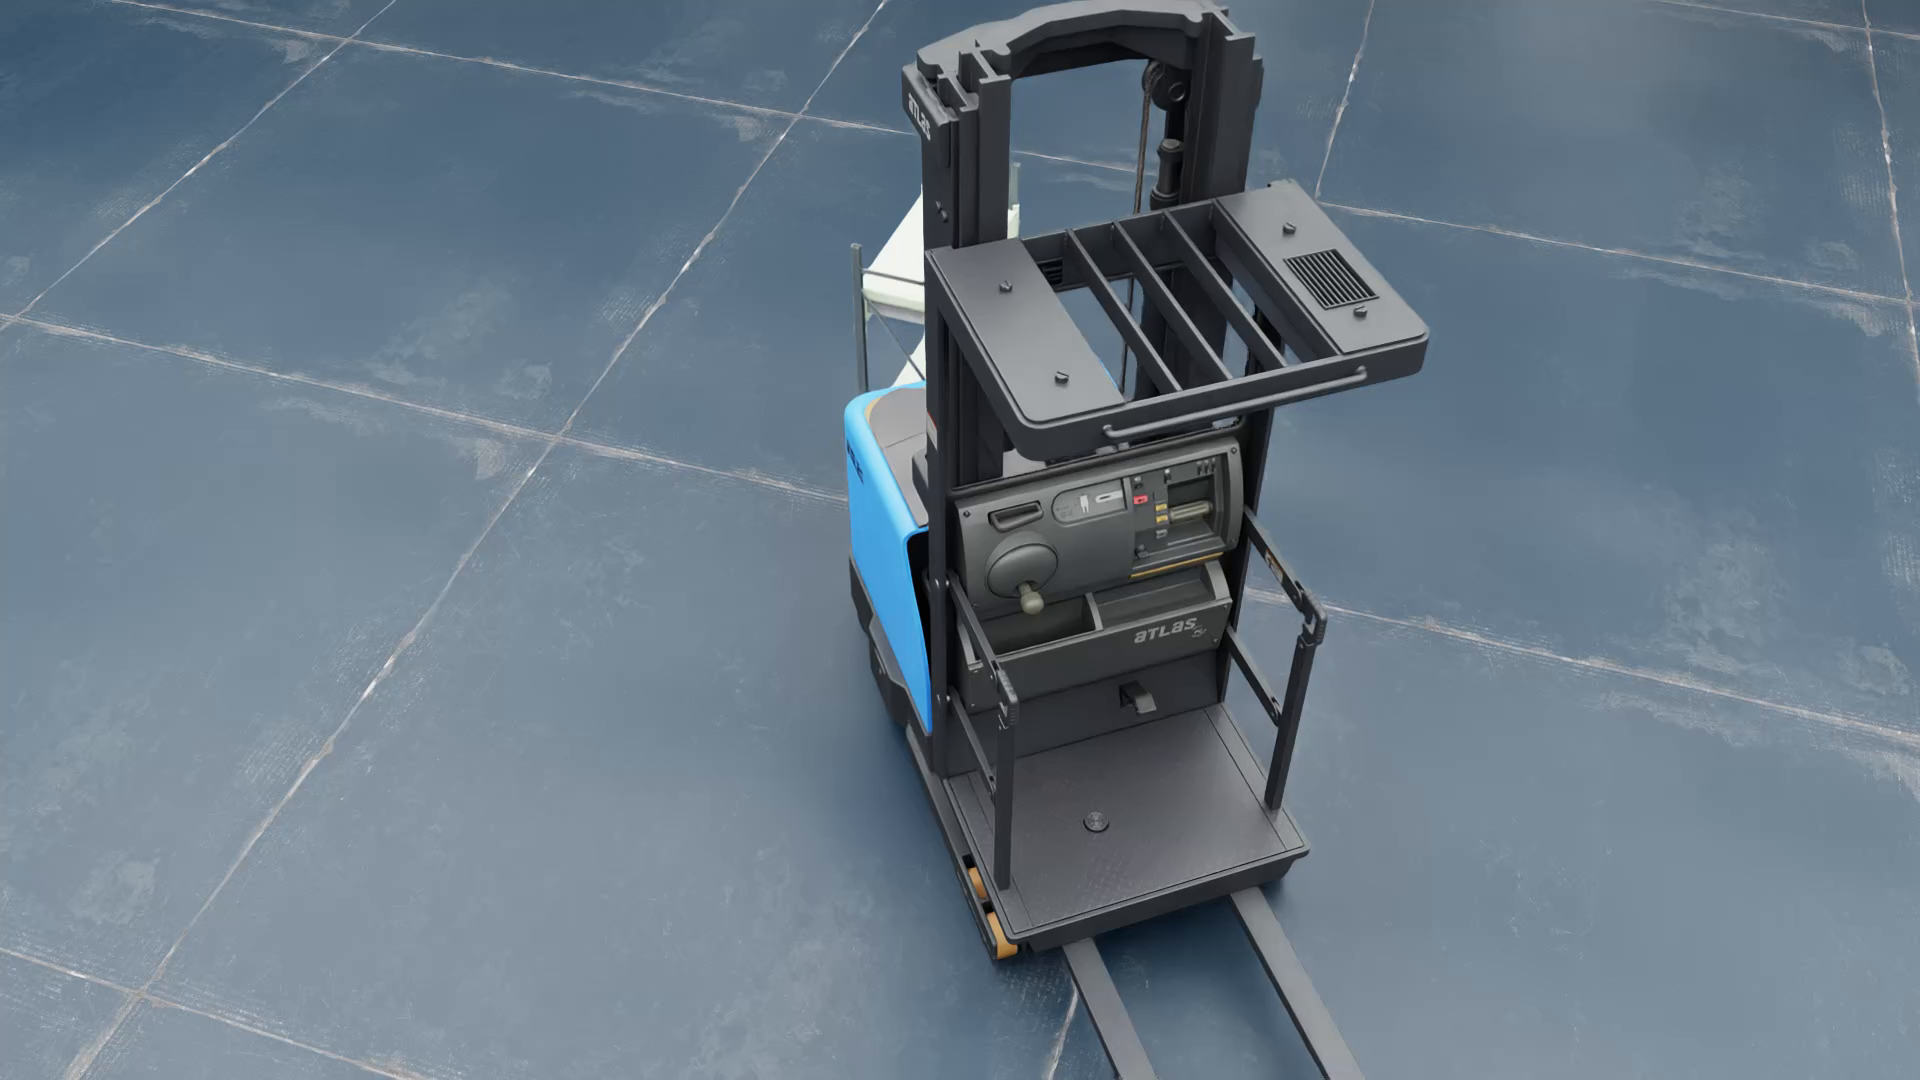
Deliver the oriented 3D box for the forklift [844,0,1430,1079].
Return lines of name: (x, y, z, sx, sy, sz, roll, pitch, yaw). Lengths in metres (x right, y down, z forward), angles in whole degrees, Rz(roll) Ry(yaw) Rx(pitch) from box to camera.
forklift: (0.516, 0.053, 5.000, 1.130, 2.935, 3.031, -14, 46, -14)

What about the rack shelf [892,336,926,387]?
rack shelf: (-0.083, -0.507, 7.061, 0.431, 0.370, 0.720, 15, 46, 14)

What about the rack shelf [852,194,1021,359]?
rack shelf: (-0.083, -1.019, 6.560, 0.431, 0.370, 0.720, 15, 46, 14)

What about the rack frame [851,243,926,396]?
rack frame: (-0.210, -0.500, 6.588, 0.400, 1.500, 0.023, 15, 46, 14)

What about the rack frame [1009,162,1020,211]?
rack frame: (0.045, -0.980, 7.078, 0.400, 1.500, 0.023, 15, 46, 14)

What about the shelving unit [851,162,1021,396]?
shelving unit: (-0.083, -0.740, 6.833, 0.431, 1.500, 0.755, 15, 46, 14)
